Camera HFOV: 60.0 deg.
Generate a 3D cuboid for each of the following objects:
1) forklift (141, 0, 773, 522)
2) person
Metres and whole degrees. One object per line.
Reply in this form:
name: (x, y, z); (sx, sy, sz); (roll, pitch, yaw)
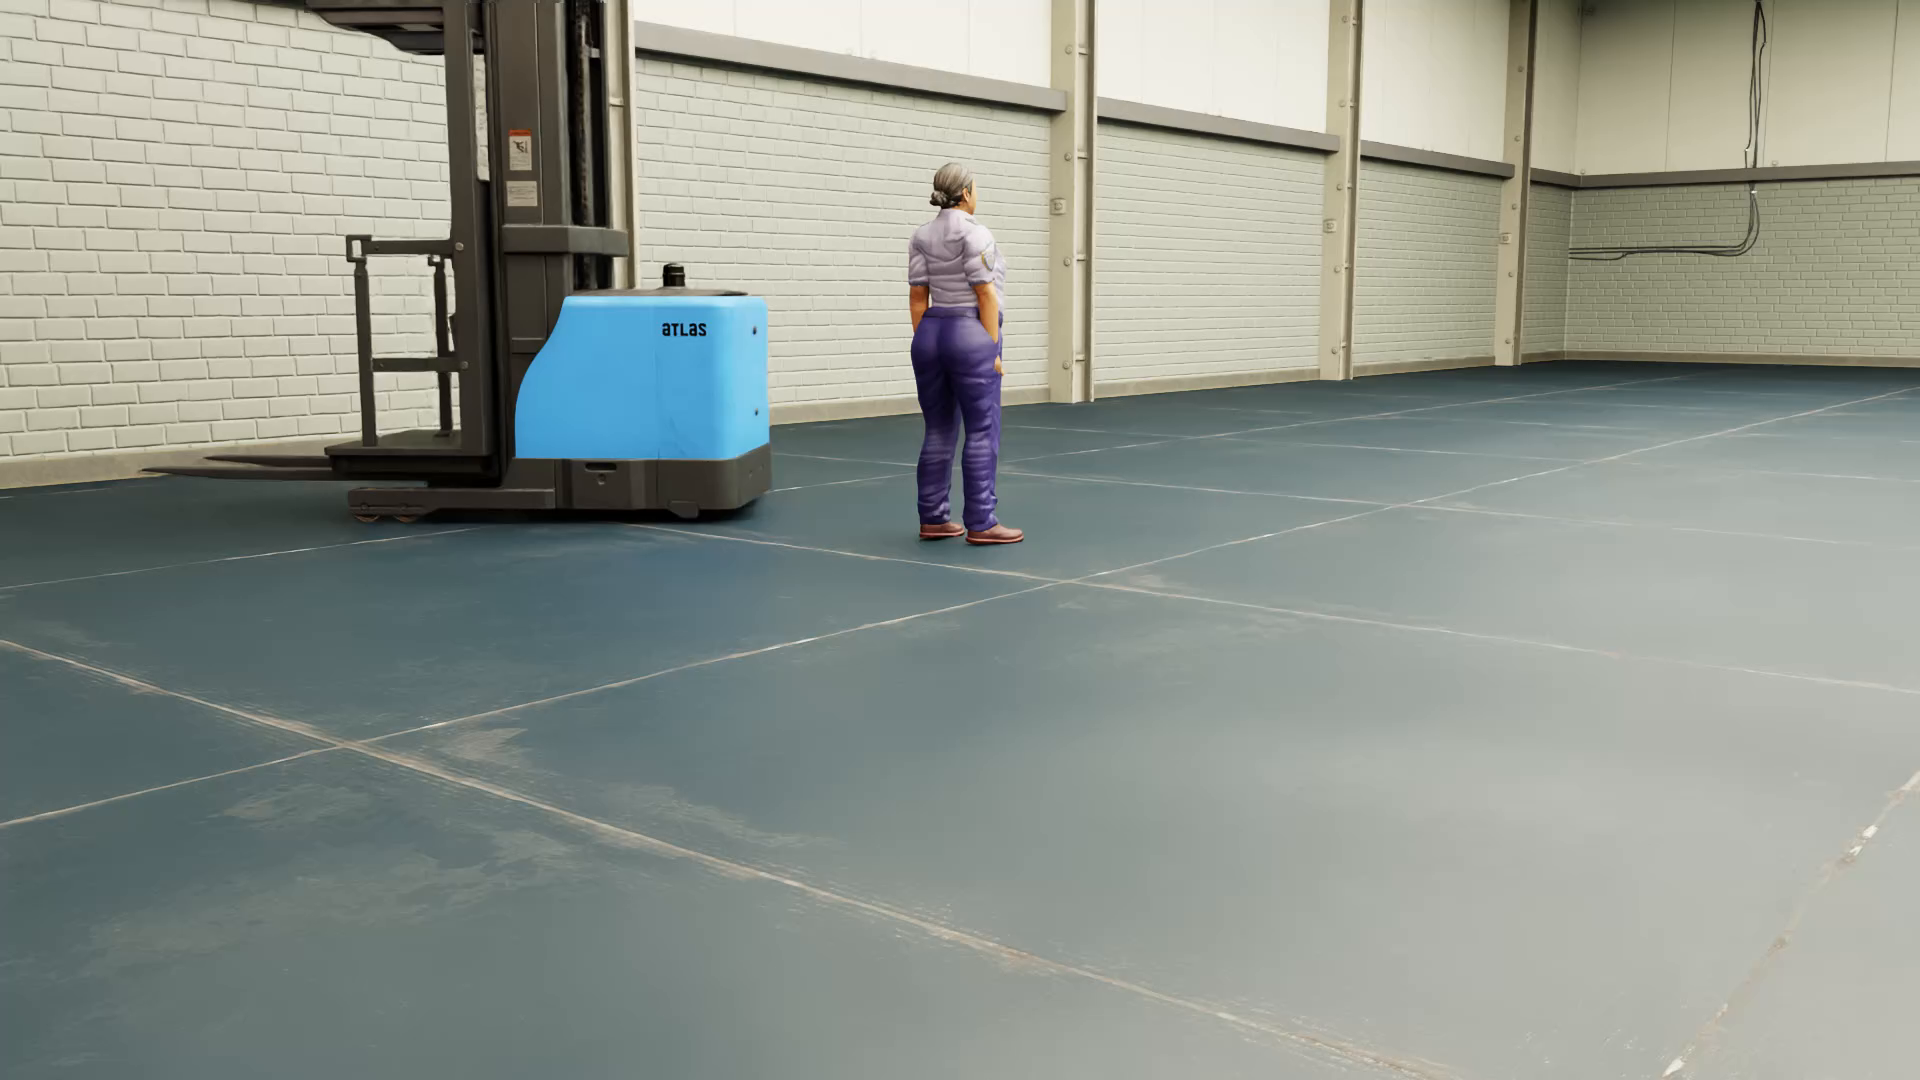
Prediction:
forklift: (-2.534, -1.611, 8.294); (3.031, 2.935, 1.130); (1, 8, 4)
person: (0.007, -0.811, 7.286); (0.483, 1.651, 0.365); (7, 11, 38)
